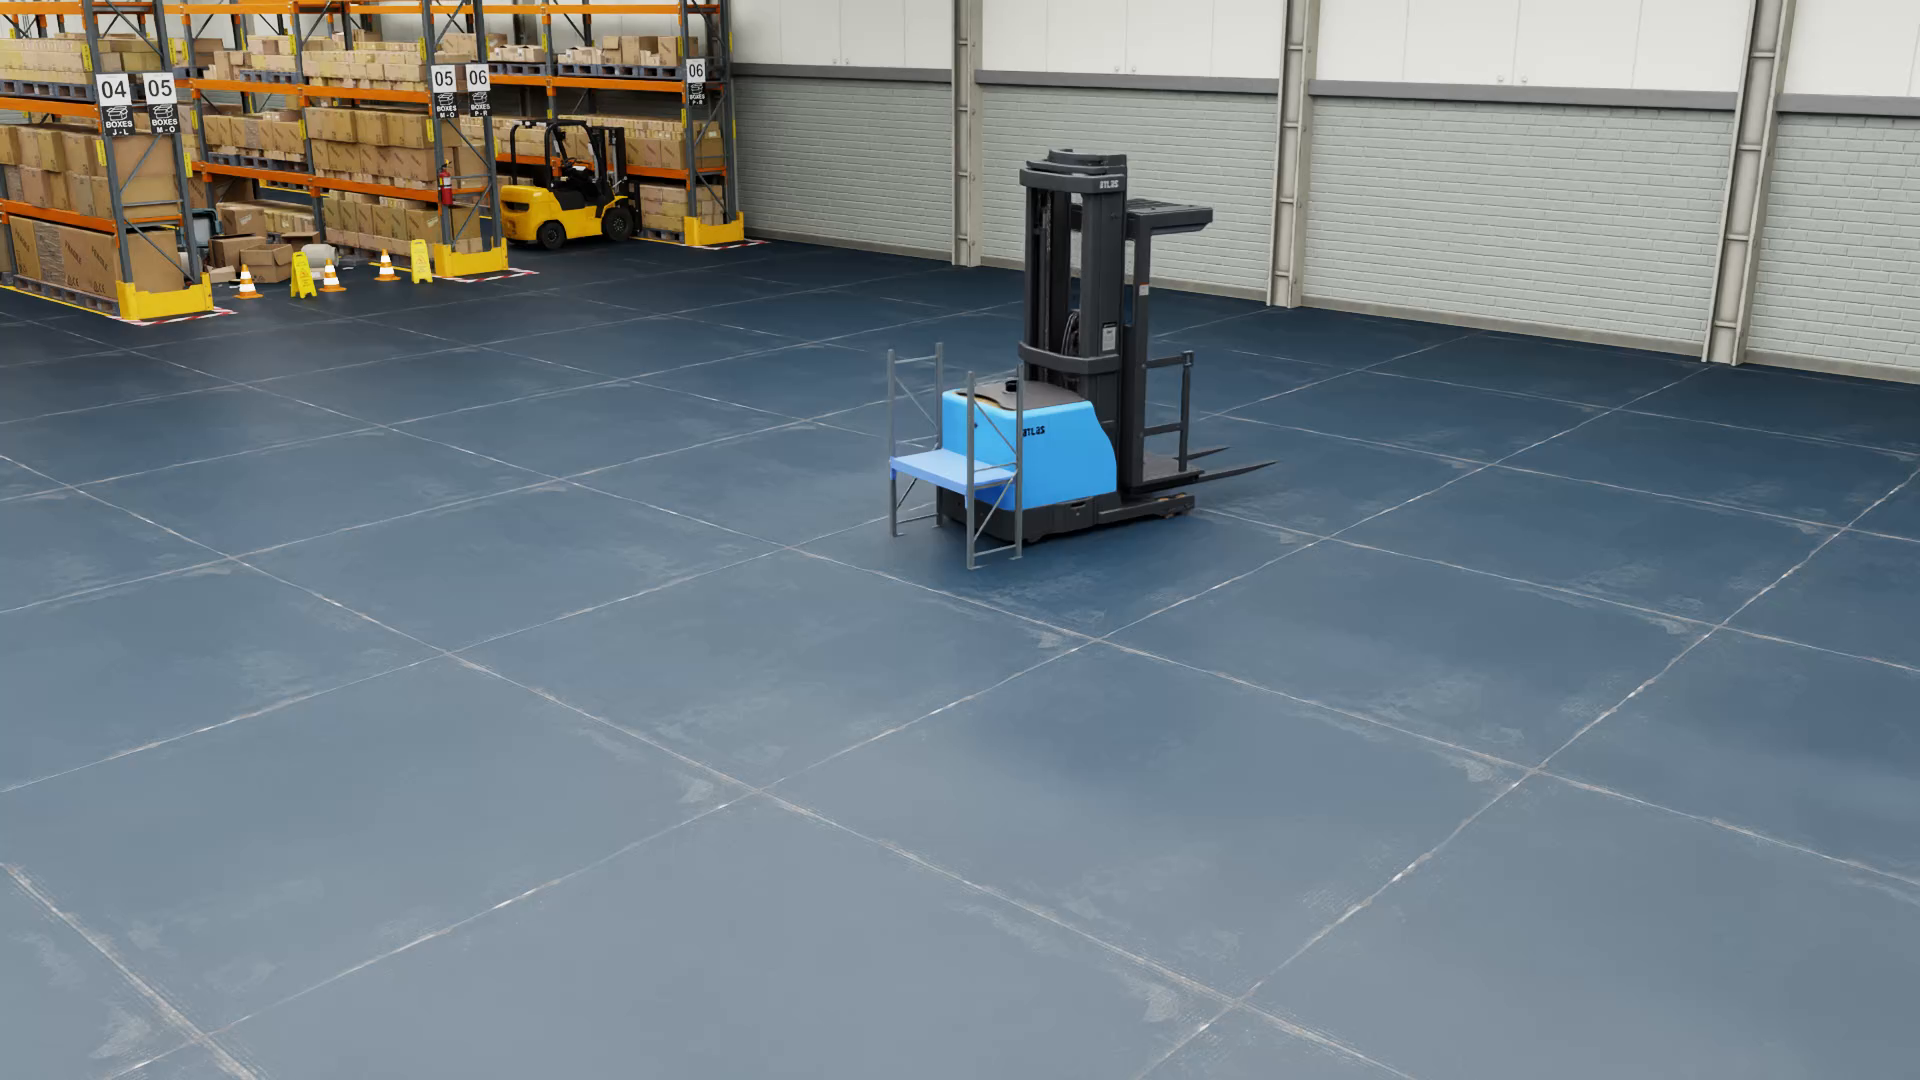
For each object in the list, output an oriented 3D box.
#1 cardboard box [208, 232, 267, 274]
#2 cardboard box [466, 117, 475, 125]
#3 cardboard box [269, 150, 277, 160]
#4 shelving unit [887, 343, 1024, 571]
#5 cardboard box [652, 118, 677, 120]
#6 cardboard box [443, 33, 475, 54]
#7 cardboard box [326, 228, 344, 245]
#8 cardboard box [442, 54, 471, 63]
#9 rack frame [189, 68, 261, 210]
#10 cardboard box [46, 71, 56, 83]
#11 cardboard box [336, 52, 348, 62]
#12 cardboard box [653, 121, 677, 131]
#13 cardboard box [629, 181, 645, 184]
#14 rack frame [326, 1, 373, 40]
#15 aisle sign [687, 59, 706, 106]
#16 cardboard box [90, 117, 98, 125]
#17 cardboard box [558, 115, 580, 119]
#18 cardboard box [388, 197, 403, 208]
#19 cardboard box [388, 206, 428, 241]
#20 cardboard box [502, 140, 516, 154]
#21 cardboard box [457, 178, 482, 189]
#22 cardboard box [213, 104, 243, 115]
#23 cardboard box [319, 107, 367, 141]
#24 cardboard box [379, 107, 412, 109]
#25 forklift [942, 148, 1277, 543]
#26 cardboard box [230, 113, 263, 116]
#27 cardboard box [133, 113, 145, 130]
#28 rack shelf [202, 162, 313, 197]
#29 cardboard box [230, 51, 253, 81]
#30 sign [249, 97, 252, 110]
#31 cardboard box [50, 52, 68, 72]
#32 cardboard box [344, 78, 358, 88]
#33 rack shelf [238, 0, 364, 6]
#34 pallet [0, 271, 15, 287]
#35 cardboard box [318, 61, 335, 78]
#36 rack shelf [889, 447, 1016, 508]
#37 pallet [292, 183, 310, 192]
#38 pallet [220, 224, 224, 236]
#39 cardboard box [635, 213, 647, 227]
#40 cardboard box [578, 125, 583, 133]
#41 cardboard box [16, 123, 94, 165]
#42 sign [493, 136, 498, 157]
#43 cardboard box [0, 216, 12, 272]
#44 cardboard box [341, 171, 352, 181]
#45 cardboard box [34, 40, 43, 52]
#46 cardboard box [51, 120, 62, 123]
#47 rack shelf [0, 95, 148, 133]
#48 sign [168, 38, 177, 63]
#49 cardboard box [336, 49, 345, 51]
[{"bbox_3d":[-11.444,-4.543,26.371,0.503,0.637,0.797,15,23,39],"label":"cardboard box"},{"bbox_3d":[-9.780,-8.510,33.731,0.250,0.149,0.380,15,23,40],"label":"cardboard box"},{"bbox_3d":[-11.900,-6.778,29.231,0.250,0.149,0.380,15,23,40],"label":"cardboard box"},{"bbox_3d":[-0.043,-0.659,12.710,0.538,1.500,1.048,-13,22,-35],"label":"shelving unit"},{"bbox_3d":[-5.462,-7.726,30.768,0.250,0.149,0.380,14,23,38],"label":"cardboard box"},{"bbox_3d":[-10.056,-9.957,33.545,0.500,0.500,0.500,15,23,40],"label":"cardboard box"},{"bbox_3d":[-10.475,-5.216,28.439,0.500,0.250,0.500,14,22,37],"label":"cardboard box"},{"bbox_3d":[-7.875,-7.510,25.956,0.250,0.149,0.380,15,23,39],"label":"cardboard box"},{"bbox_3d":[-13.728,-7.309,31.183,0.127,3.000,1.000,15,23,39],"label":"rack frame"},{"bbox_3d":[-12.190,-6.315,22.648,0.250,0.149,0.380,15,23,38],"label":"cardboard box"},{"bbox_3d":[-9.914,-7.861,27.061,0.250,0.149,0.380,14,22,37],"label":"cardboard box"},{"bbox_3d":[-5.279,-7.438,29.861,0.250,0.149,0.380,16,23,40],"label":"cardboard box"},{"bbox_3d":[-6.148,-6.518,30.890,0.500,0.250,0.500,14,23,38],"label":"cardboard box"},{"bbox_3d":[-13.428,-12.095,36.347,0.127,3.000,1.000,15,23,39],"label":"rack frame"},{"bbox_3d":[-4.599,-7.986,29.019,0.004,0.787,0.394,15,23,39],"label":"aisle sign"},{"bbox_3d":[-17.256,-8.669,33.649,0.500,0.500,0.500,15,23,39],"label":"cardboard box"},{"bbox_3d":[-7.403,-7.997,31.622,0.250,0.149,0.380,16,23,40],"label":"cardboard box"},{"bbox_3d":[-9.022,-5.470,26.929,0.250,0.149,0.380,16,23,40],"label":"cardboard box"},{"bbox_3d":[-8.910,-5.156,27.010,0.500,0.500,0.500,16,24,41],"label":"cardboard box"},{"bbox_3d":[-8.726,-7.806,32.999,0.500,0.250,0.500,15,23,40],"label":"cardboard box"},{"bbox_3d":[-7.861,-5.698,26.522,0.250,0.149,0.380,15,23,39],"label":"cardboard box"},{"bbox_3d":[-13.935,-7.988,31.503,0.500,0.500,0.500,14,22,37],"label":"cardboard box"},{"bbox_3d":[-10.184,-6.927,27.670,0.500,0.500,0.700,15,23,40],"label":"cardboard box"},{"bbox_3d":[-12.241,-9.074,35.887,0.500,0.500,0.700,15,23,39],"label":"cardboard box"},{"bbox_3d":[1.337,-1.697,13.614,3.031,2.935,1.130,-12,21,-32],"label":"forklift"},{"bbox_3d":[-13.204,-7.670,30.970,0.500,0.500,0.500,14,22,38],"label":"cardboard box"},{"bbox_3d":[-15.809,-8.286,32.443,0.500,0.500,0.500,14,23,38],"label":"cardboard box"},{"bbox_3d":[-12.232,-6.565,30.027,4.000,0.370,1.077,15,23,39],"label":"rack shelf"},{"bbox_3d":[-12.569,-8.488,29.769,0.637,0.503,0.797,15,23,39],"label":"cardboard box"},{"bbox_3d":[-16.780,-10.329,39.268,0.005,0.325,0.100,15,23,39],"label":"sign"},{"bbox_3d":[-11.880,-6.446,22.402,0.500,0.250,0.500,15,23,39],"label":"cardboard box"},{"bbox_3d":[-9.760,-7.419,26.987,0.250,0.149,0.380,14,23,38],"label":"cardboard box"},{"bbox_3d":[-14.924,-12.152,37.722,4.000,0.370,1.077,15,23,39],"label":"rack shelf"},{"bbox_3d":[-14.574,-4.174,25.916,1.213,0.211,1.003,15,23,39],"label":"pallet"},{"bbox_3d":[-10.197,-7.754,27.383,0.500,0.250,0.500,15,23,39],"label":"cardboard box"},{"bbox_3d":[-0.043,-0.488,12.764,0.538,0.185,1.000,-13,22,-35],"label":"rack shelf"},{"bbox_3d":[-14.858,-8.290,38.884,1.213,0.211,1.003,15,23,39],"label":"pallet"},{"bbox_3d":[-13.145,-5.823,31.110,1.213,0.211,1.003,15,23,39],"label":"pallet"},{"bbox_3d":[-5.748,-5.943,30.732,0.500,0.250,0.500,15,23,40],"label":"cardboard box"},{"bbox_3d":[-6.973,-7.765,31.383,0.250,0.149,0.380,15,23,39],"label":"cardboard box"},{"bbox_3d":[-13.205,-5.786,24.351,0.550,0.550,0.875,15,23,39],"label":"cardboard box"},{"bbox_3d":[-7.385,-6.238,26.378,0.005,0.325,0.100,15,23,39],"label":"sign"},{"bbox_3d":[-14.471,-4.598,25.665,0.750,0.750,1.050,15,23,39],"label":"cardboard box"},{"bbox_3d":[-10.110,-6.107,27.812,0.250,0.149,0.380,16,24,41],"label":"cardboard box"},{"bbox_3d":[-12.383,-6.747,22.690,0.250,0.149,0.380,15,23,38],"label":"cardboard box"},{"bbox_3d":[-18.778,-8.600,35.086,0.500,0.500,0.500,15,23,39],"label":"cardboard box"},{"bbox_3d":[-12.451,-6.051,23.450,4.000,0.370,1.077,15,23,39],"label":"rack shelf"},{"bbox_3d":[-10.582,-6.571,22.323,0.005,0.325,0.100,15,23,39],"label":"sign"},{"bbox_3d":[-13.298,-10.584,36.099,0.250,0.149,0.380,15,23,40],"label":"cardboard box"}]
